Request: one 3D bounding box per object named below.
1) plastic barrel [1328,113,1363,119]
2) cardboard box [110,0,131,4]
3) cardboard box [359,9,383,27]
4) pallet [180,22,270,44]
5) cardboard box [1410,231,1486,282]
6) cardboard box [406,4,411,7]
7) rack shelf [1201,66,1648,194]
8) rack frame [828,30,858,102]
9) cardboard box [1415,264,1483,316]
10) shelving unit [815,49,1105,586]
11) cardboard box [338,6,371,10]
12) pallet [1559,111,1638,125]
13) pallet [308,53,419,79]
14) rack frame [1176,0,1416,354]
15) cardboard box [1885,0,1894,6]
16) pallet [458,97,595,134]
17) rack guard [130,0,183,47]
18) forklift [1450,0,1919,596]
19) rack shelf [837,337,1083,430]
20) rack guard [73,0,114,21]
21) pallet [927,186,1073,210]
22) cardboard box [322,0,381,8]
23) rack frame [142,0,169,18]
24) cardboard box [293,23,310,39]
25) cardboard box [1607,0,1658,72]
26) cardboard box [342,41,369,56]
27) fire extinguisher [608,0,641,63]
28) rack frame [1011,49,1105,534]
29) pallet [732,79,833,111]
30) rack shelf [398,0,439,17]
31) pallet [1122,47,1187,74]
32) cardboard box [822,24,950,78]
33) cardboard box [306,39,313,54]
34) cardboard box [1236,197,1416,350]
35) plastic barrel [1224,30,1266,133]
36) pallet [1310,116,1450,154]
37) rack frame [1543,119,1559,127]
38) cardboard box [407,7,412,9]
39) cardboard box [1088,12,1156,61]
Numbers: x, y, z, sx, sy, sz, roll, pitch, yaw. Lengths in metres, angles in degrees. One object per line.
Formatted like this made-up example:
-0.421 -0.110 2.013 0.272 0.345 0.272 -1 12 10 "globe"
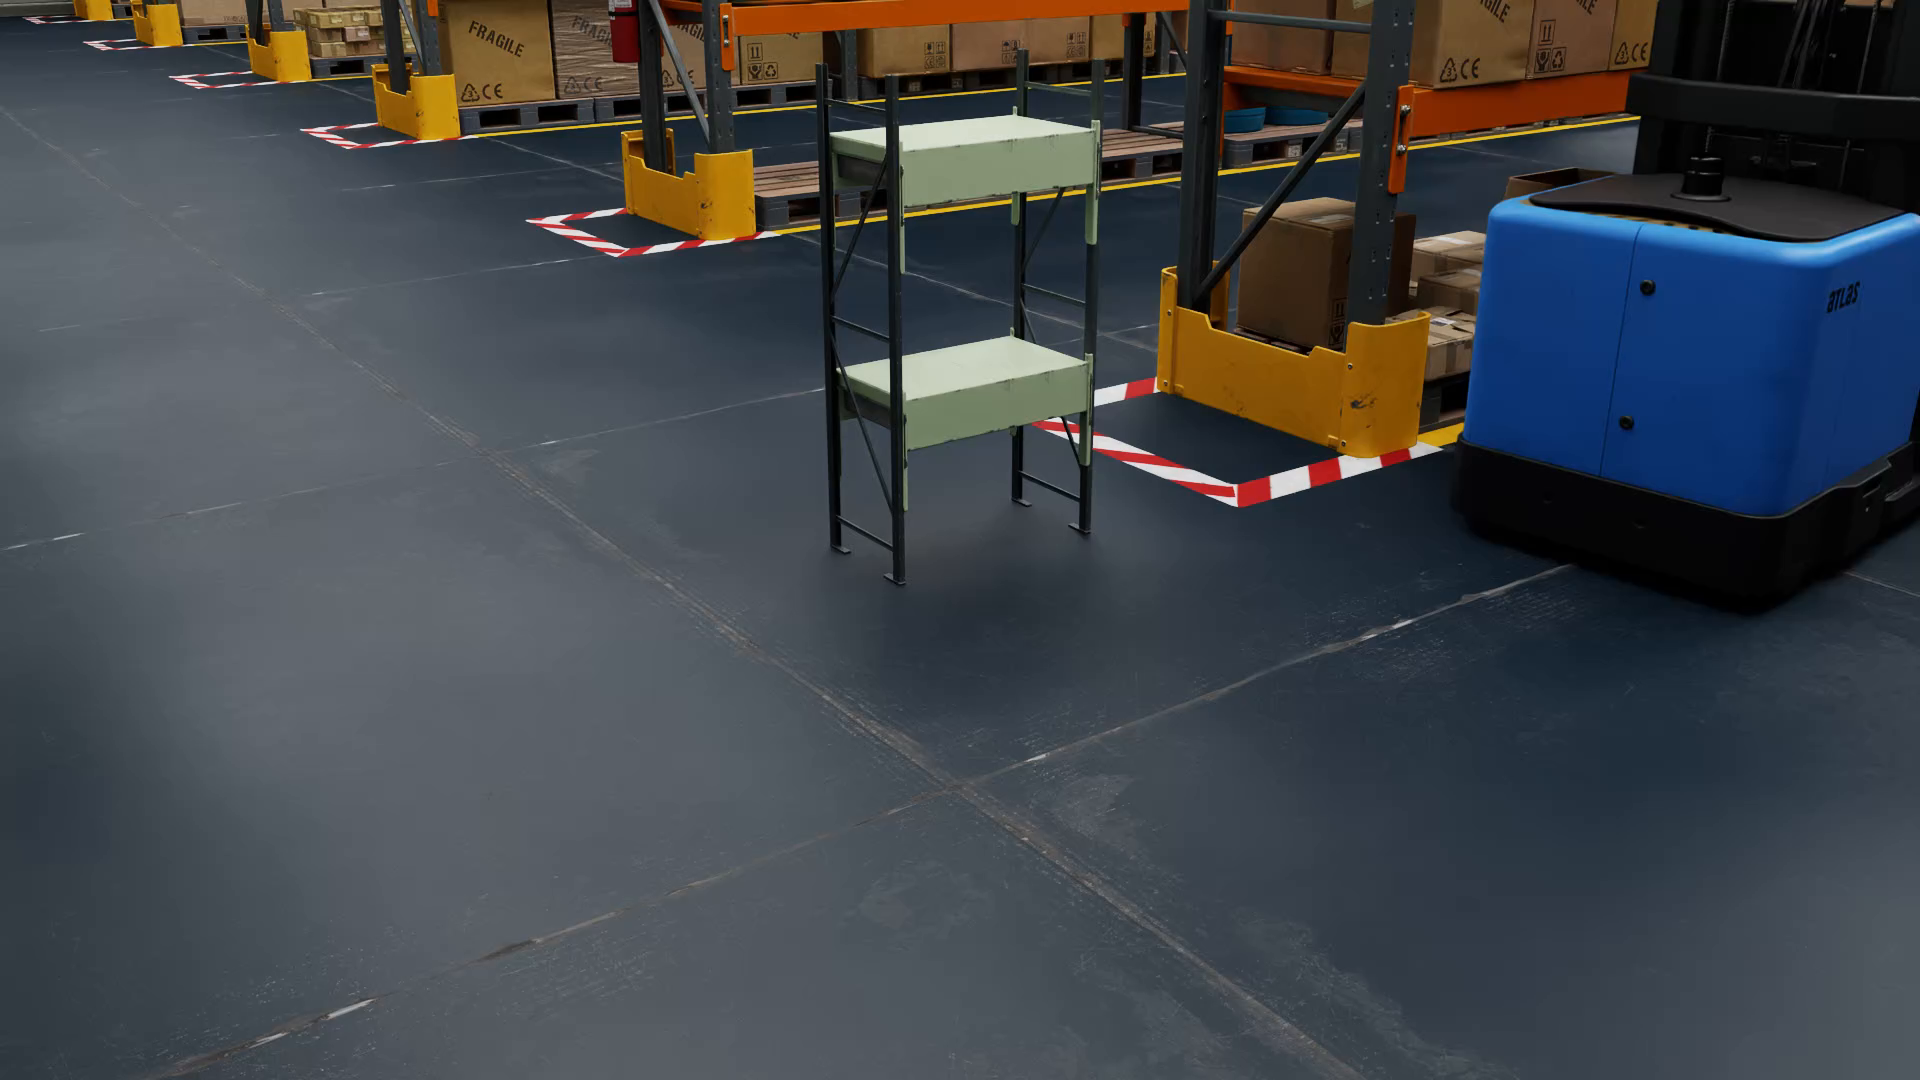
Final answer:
3.114 -3.639 13.259 0.421 0.512 0.421 0 22 0 "plastic barrel"
-12.700 -8.476 25.392 0.637 0.503 0.797 -16 27 -35 "cardboard box"
-6.320 -5.647 17.978 0.250 0.149 0.380 -15 26 -33 "cardboard box"
-9.746 -6.746 22.016 1.213 0.211 1.003 -15 26 -33 "pallet"
2.306 -1.197 7.466 0.500 0.250 0.500 -15 26 -33 "cardboard box"
-6.289 -5.958 18.758 0.250 0.149 0.380 -14 26 -31 "cardboard box"
2.844 -1.980 7.283 4.000 0.370 1.077 -15 26 -33 "rack shelf"
-1.315 -5.728 15.705 0.127 3.000 1.000 -15 26 -33 "rack frame"
2.233 -0.949 6.845 0.500 0.250 0.500 -15 26 -33 "cardboard box"
0.005 -0.698 5.122 0.755 1.500 0.431 -15 26 -33 "shelving unit"
-6.722 -5.846 18.477 0.250 0.149 0.380 -16 27 -34 "cardboard box"
5.476 -3.965 15.048 1.213 0.211 1.003 -15 26 -33 "pallet"
-6.635 -5.263 18.301 1.213 0.211 1.003 -15 26 -33 "pallet"
1.220 -1.882 6.064 0.127 3.000 1.000 -15 26 -33 "rack frame"
4.211 -2.608 7.751 0.500 0.500 0.500 -14 26 -32 "cardboard box"
-3.959 -3.764 14.545 1.213 0.211 1.003 -15 26 -33 "pallet"
-10.369 -6.678 21.457 0.348 0.500 1.175 -15 26 -33 "rack guard"
3.035 -1.642 5.557 3.031 2.935 1.130 -19 29 -39 "forklift"
0.005 -0.486 5.207 0.686 0.124 0.368 -15 26 -33 "rack shelf"
-13.190 -8.192 25.251 0.348 0.500 1.175 -15 26 -33 "rack guard"
0.012 -2.507 11.394 1.213 0.211 1.003 -15 26 -33 "pallet"
-8.402 -7.417 22.828 0.875 0.438 0.875 -16 27 -34 "cardboard box"
-10.350 -7.844 21.007 0.127 3.000 1.000 -15 26 -33 "rack frame"
-7.115 -5.586 18.226 0.250 0.149 0.380 -16 27 -34 "cardboard box"
2.559 -2.166 6.642 0.500 0.500 0.500 -15 26 -33 "cardboard box"
-6.600 -5.346 18.027 0.250 0.149 0.380 -15 26 -33 "cardboard box"
-2.057 -3.268 10.145 0.183 0.674 0.296 -15 26 -33 "fire extinguisher"
0.303 -0.777 5.321 0.023 1.500 0.400 -15 26 -33 "rack frame"
-1.978 -4.292 15.868 1.213 0.211 1.003 -15 26 -33 "pallet"
-2.939 -4.961 14.753 4.000 0.370 1.077 -15 26 -33 "rack shelf"
2.567 -5.468 18.814 1.213 0.211 1.003 -15 26 -33 "pallet"
-0.807 -5.081 16.383 0.875 0.875 1.225 -15 26 -33 "cardboard box"
-7.071 -5.424 18.223 0.250 0.149 0.380 -14 26 -32 "cardboard box"
1.518 -1.117 6.927 0.500 0.500 0.500 -15 26 -33 "cardboard box"
2.029 -3.571 12.564 0.708 0.901 0.600 -15 26 -33 "plastic barrel"
3.219 -3.363 13.540 1.213 0.211 1.003 -15 26 -33 "pallet"
4.824 -5.104 14.140 0.127 3.000 1.000 -15 26 -33 "rack frame"
-5.937 -5.783 18.318 0.250 0.149 0.380 -14 26 -31 "cardboard box"
1.359 -5.659 17.832 0.875 0.875 1.225 -16 27 -35 "cardboard box"
